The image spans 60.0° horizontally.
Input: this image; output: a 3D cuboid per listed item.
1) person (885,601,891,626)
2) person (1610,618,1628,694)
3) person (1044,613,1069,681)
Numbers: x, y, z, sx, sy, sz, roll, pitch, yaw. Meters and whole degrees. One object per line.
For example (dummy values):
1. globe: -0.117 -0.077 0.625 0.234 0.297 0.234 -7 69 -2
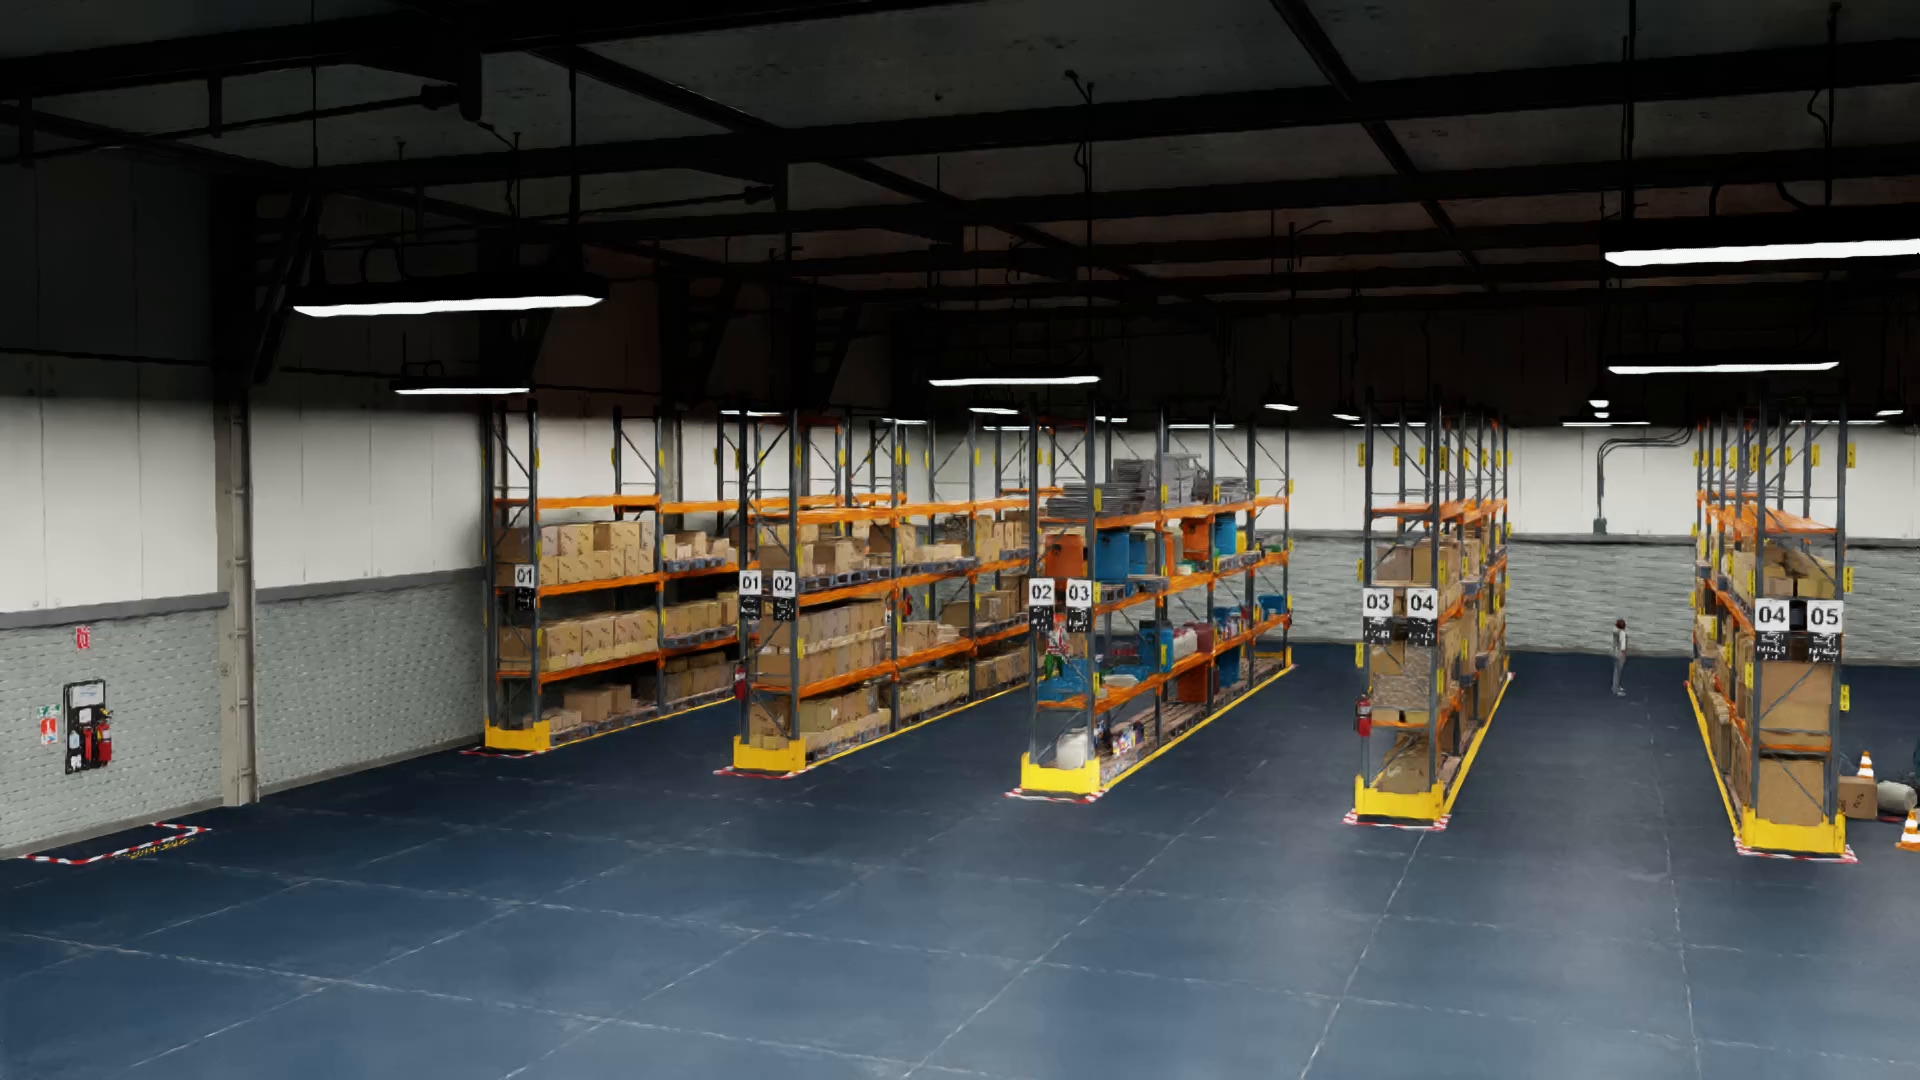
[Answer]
1. person: -1.791 2.225 39.811 0.495 1.589 1.086 1 3 23
2. person: 14.009 2.450 35.253 0.416 1.602 0.506 0 3 -3
3. person: 2.028 2.397 35.186 0.550 1.709 1.128 1 3 19
